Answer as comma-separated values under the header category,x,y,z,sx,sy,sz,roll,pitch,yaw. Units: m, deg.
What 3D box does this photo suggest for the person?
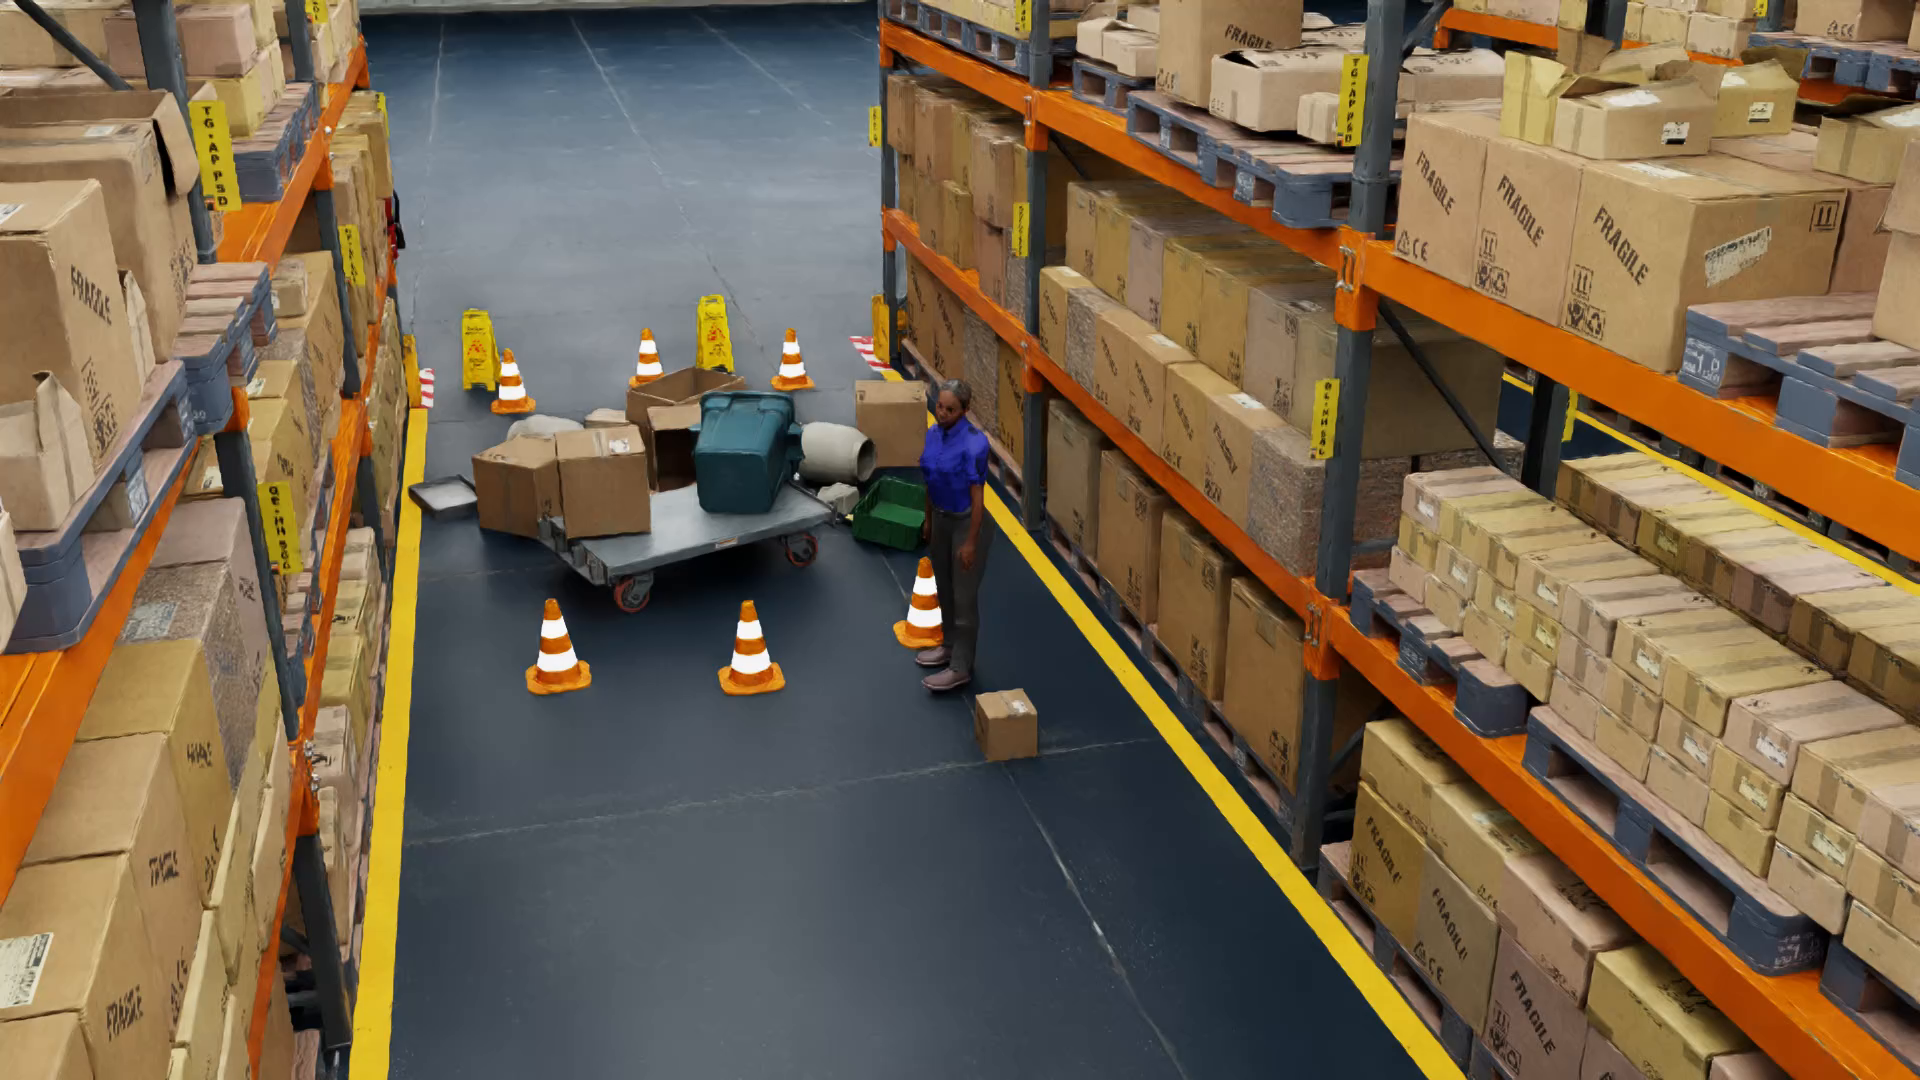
category,x,y,z,sx,sy,sz,roll,pitch,yaw
person,-0.091,-0.039,8.646,0.475,1.665,0.520,-18,29,-36
